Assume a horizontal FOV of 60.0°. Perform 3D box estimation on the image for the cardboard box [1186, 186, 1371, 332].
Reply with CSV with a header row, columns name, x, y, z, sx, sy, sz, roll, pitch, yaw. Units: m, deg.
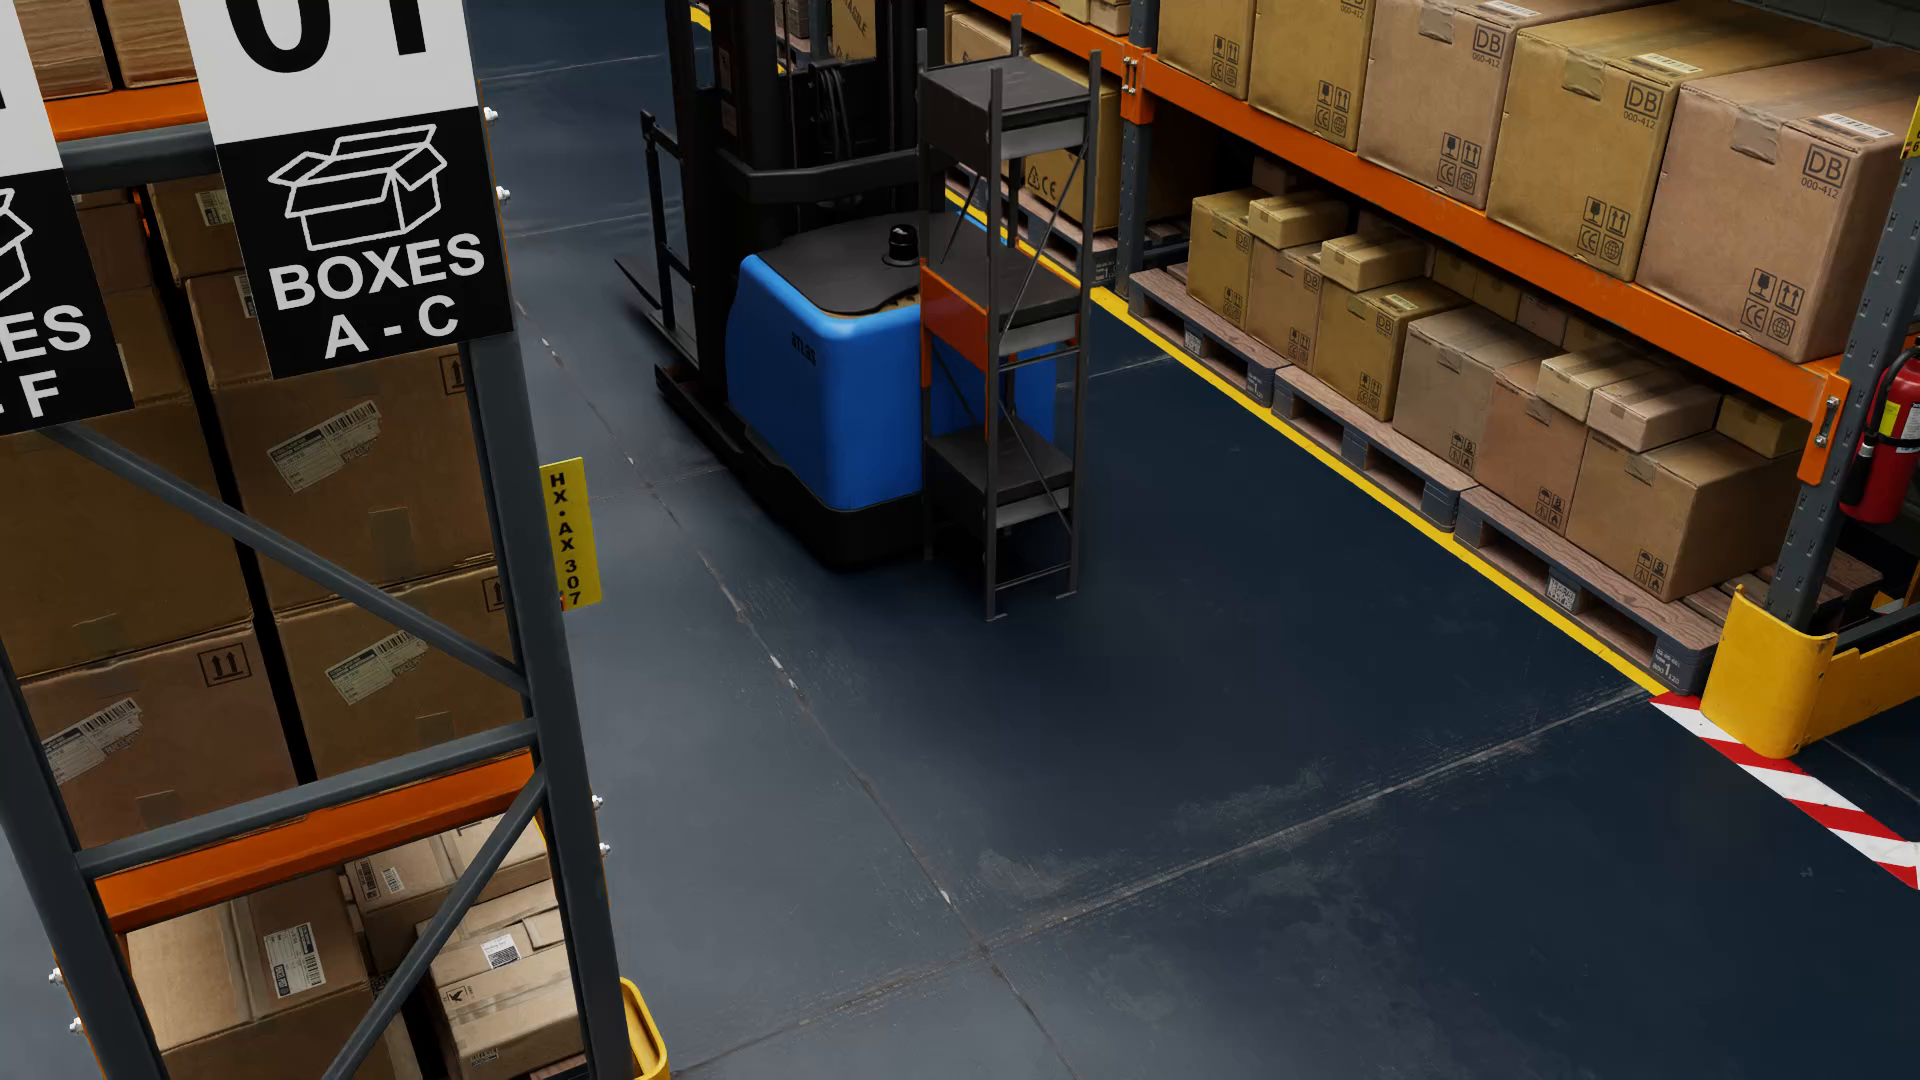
name,x,y,z,sx,sy,sz,roll,pitch,yaw
cardboard box,1.543,-1.403,8.086,0.700,0.500,0.500,-15,36,-23

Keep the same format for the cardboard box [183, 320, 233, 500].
name,x,y,z,sx,sy,sz,roll,pitch,yaw
cardboard box,-1.681,-0.310,4.360,0.500,0.500,0.500,-16,36,-23

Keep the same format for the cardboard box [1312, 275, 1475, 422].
name,x,y,z,sx,sy,sz,roll,pitch,yaw
cardboard box,2.012,-0.916,7.328,0.700,0.500,0.500,-15,36,-22

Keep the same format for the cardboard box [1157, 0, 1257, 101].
name,x,y,z,sx,sy,sz,roll,pitch,yaw
cardboard box,1.524,-2.524,7.631,0.980,0.700,0.700,-15,36,-22

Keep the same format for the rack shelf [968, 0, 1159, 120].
name,x,y,z,sx,sy,sz,roll,pitch,yaw
rack shelf,0.353,-3.312,9.807,1.077,0.370,4.000,-16,36,-23

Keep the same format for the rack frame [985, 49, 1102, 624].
name,x,y,z,sx,sy,sz,roll,pitch,yaw
rack frame,0.273,-0.624,5.778,0.400,2.100,0.015,-17,36,-24

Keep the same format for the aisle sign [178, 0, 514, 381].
name,x,y,z,sx,sy,sz,roll,pitch,yaw
aisle sign,-0.939,-0.640,2.559,0.394,0.787,0.004,-16,36,-23

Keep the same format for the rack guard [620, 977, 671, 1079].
name,x,y,z,sx,sy,sz,roll,pitch,yaw
rack guard,-1.266,1.512,3.927,1.175,0.500,0.348,-16,36,-23

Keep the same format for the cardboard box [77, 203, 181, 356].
name,x,y,z,sx,sy,sz,roll,pitch,yaw
cardboard box,-1.917,-0.351,3.498,0.500,0.500,0.500,-15,36,-22

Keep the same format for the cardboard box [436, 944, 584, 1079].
name,x,y,z,sx,sy,sz,roll,pitch,yaw
cardboard box,-1.121,1.225,4.293,0.380,0.149,0.250,-16,36,-23

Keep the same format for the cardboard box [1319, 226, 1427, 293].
name,x,y,z,sx,sy,sz,roll,pitch,yaw
cardboard box,1.785,-1.217,7.196,0.380,0.149,0.250,-17,36,-24

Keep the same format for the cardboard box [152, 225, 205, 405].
name,x,y,z,sx,sy,sz,roll,pitch,yaw
cardboard box,-2.152,-0.791,5.111,0.500,0.500,0.500,-15,36,-22

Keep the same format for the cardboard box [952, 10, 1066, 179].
name,x,y,z,sx,sy,sz,roll,pitch,yaw
cardboard box,0.450,-2.633,9.683,0.750,0.750,0.750,-15,35,-22

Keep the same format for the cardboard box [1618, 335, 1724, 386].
name,x,y,z,sx,sy,sz,roll,pitch,yaw
cardboard box,2.734,-0.690,6.374,0.380,0.149,0.250,-16,36,-23

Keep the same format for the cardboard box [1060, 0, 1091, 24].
name,x,y,z,sx,sy,sz,roll,pitch,yaw
cardboard box,0.739,-2.768,8.504,0.380,0.149,0.250,-15,36,-22

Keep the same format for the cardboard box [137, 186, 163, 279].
name,x,y,z,sx,sy,sz,roll,pitch,yaw
cardboard box,-2.635,-1.281,5.877,0.500,0.500,0.500,-15,36,-22

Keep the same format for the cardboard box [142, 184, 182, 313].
name,x,y,z,sx,sy,sz,roll,pitch,yaw
cardboard box,-1.921,-0.975,4.472,0.500,0.500,0.500,-16,36,-24

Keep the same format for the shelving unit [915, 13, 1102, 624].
name,x,y,z,sx,sy,sz,roll,pitch,yaw
shelving unit,0.153,-0.739,5.957,0.431,2.100,0.503,-17,36,-24

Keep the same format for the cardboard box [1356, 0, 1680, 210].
name,x,y,z,sx,sy,sz,roll,pitch,yaw
cardboard box,2.207,-1.830,6.547,0.980,0.700,0.700,-18,37,-25

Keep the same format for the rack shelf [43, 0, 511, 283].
name,x,y,z,sx,sy,sz,roll,pitch,yaw
rack shelf,-2.163,-1.419,4.070,1.077,0.370,4.000,-16,36,-23

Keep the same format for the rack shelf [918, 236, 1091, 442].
name,x,y,z,sx,sy,sz,roll,pitch,yaw
rack shelf,0.153,-0.727,5.964,0.431,0.518,0.480,-17,36,-24

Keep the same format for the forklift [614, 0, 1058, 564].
name,x,y,z,sx,sy,sz,roll,pitch,yaw
forklift,-0.765,-1.908,7.012,1.130,2.935,3.031,-17,36,-24

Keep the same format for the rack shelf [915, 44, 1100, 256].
name,x,y,z,sx,sy,sz,roll,pitch,yaw
rack shelf,0.153,-1.317,5.587,0.431,0.518,0.480,-17,36,-24

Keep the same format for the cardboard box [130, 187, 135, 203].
name,x,y,z,sx,sy,sz,roll,pitch,yaw
cardboard box,-2.857,-0.900,5.281,0.500,0.500,0.500,-15,36,-22

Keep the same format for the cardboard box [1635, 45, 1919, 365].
name,x,y,z,sx,sy,sz,roll,pitch,yaw
cardboard box,2.904,-1.119,5.438,0.980,0.700,0.700,-14,35,-21

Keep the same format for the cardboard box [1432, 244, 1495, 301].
name,x,y,z,sx,sy,sz,roll,pitch,yaw
cardboard box,2.260,-1.174,7.129,0.380,0.149,0.250,-17,36,-24

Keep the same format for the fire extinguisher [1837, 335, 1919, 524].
name,x,y,z,sx,sy,sz,roll,pitch,yaw
fire extinguisher,2.812,-0.374,4.971,0.296,0.674,0.183,-16,36,-23

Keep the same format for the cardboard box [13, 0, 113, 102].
name,x,y,z,sx,sy,sz,roll,pitch,yaw
cardboard box,-1.703,-0.883,2.706,0.500,0.250,0.500,-16,36,-23

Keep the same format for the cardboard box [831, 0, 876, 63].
name,x,y,z,sx,sy,sz,roll,pitch,yaw
cardboard box,-0.353,-3.458,10.970,0.750,0.750,0.750,-16,36,-24

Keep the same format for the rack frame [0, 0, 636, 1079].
name,x,y,z,sx,sy,sz,roll,pitch,yaw
rack frame,-1.227,0.495,3.197,0.949,2.616,0.053,-16,36,-23

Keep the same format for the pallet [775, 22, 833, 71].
name,x,y,z,sx,sy,sz,roll,pitch,yaw
pallet,-0.943,-3.769,12.437,1.003,0.211,1.213,-16,36,-23

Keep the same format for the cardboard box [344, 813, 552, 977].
name,x,y,z,sx,sy,sz,roll,pitch,yaw
cardboard box,-1.466,0.899,4.707,0.500,0.250,0.500,-16,36,-23

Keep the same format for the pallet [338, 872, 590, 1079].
name,x,y,z,sx,sy,sz,roll,pitch,yaw
pallet,-1.638,1.254,4.598,1.003,0.211,1.213,-16,36,-23

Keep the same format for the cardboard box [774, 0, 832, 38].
name,x,y,z,sx,sy,sz,roll,pitch,yaw
cardboard box,-0.961,-4.033,12.174,0.700,0.500,0.500,-15,36,-22

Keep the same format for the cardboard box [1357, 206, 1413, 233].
name,x,y,z,sx,sy,sz,roll,pitch,yaw
cardboard box,2.022,-1.418,7.510,0.380,0.149,0.250,-17,36,-25

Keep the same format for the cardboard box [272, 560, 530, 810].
name,x,y,z,sx,sy,sz,roll,pitch,yaw
cardboard box,-1.204,0.176,3.603,0.500,0.500,0.500,-15,36,-22

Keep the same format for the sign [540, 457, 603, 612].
name,x,y,z,sx,sy,sz,roll,pitch,yaw
sign,-0.750,-0.005,3.175,0.100,0.325,0.005,-16,36,-23

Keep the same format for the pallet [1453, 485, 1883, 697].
name,x,y,z,sx,sy,sz,roll,pitch,yaw
pallet,2.708,0.060,6.460,1.003,0.211,1.213,-16,36,-23

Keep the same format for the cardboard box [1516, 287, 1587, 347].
name,x,y,z,sx,sy,sz,roll,pitch,yaw
cardboard box,2.498,-0.931,6.750,0.380,0.149,0.250,-15,36,-22

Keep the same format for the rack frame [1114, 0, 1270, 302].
name,x,y,z,sx,sy,sz,roll,pitch,yaw
rack frame,1.285,-2.661,8.123,1.000,3.000,0.127,-16,36,-23

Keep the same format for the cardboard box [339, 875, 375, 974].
name,x,y,z,sx,sy,sz,roll,pitch,yaw
cardboard box,-1.811,1.090,4.487,0.380,0.166,0.250,-16,36,-23

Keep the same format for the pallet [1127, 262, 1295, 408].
name,x,y,z,sx,sy,sz,roll,pitch,yaw
pallet,1.571,-1.104,8.278,1.003,0.211,1.213,-16,36,-23

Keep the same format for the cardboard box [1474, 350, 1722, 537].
name,x,y,z,sx,sy,sz,roll,pitch,yaw
cardboard box,2.502,-0.424,6.559,0.700,0.500,0.500,-16,36,-23

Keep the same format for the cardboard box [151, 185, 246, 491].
name,x,y,z,sx,sy,sz,roll,pitch,yaw
cardboard box,-1.454,-0.493,3.719,0.500,0.500,0.500,-15,36,-23

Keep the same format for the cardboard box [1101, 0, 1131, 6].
name,x,y,z,sx,sy,sz,roll,pitch,yaw
cardboard box,0.847,-2.994,8.255,0.500,0.500,0.500,-16,36,-24

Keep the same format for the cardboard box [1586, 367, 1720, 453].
name,x,y,z,sx,sy,sz,roll,pitch,yaw
cardboard box,2.514,-0.474,6.035,0.380,0.149,0.250,-16,36,-24
